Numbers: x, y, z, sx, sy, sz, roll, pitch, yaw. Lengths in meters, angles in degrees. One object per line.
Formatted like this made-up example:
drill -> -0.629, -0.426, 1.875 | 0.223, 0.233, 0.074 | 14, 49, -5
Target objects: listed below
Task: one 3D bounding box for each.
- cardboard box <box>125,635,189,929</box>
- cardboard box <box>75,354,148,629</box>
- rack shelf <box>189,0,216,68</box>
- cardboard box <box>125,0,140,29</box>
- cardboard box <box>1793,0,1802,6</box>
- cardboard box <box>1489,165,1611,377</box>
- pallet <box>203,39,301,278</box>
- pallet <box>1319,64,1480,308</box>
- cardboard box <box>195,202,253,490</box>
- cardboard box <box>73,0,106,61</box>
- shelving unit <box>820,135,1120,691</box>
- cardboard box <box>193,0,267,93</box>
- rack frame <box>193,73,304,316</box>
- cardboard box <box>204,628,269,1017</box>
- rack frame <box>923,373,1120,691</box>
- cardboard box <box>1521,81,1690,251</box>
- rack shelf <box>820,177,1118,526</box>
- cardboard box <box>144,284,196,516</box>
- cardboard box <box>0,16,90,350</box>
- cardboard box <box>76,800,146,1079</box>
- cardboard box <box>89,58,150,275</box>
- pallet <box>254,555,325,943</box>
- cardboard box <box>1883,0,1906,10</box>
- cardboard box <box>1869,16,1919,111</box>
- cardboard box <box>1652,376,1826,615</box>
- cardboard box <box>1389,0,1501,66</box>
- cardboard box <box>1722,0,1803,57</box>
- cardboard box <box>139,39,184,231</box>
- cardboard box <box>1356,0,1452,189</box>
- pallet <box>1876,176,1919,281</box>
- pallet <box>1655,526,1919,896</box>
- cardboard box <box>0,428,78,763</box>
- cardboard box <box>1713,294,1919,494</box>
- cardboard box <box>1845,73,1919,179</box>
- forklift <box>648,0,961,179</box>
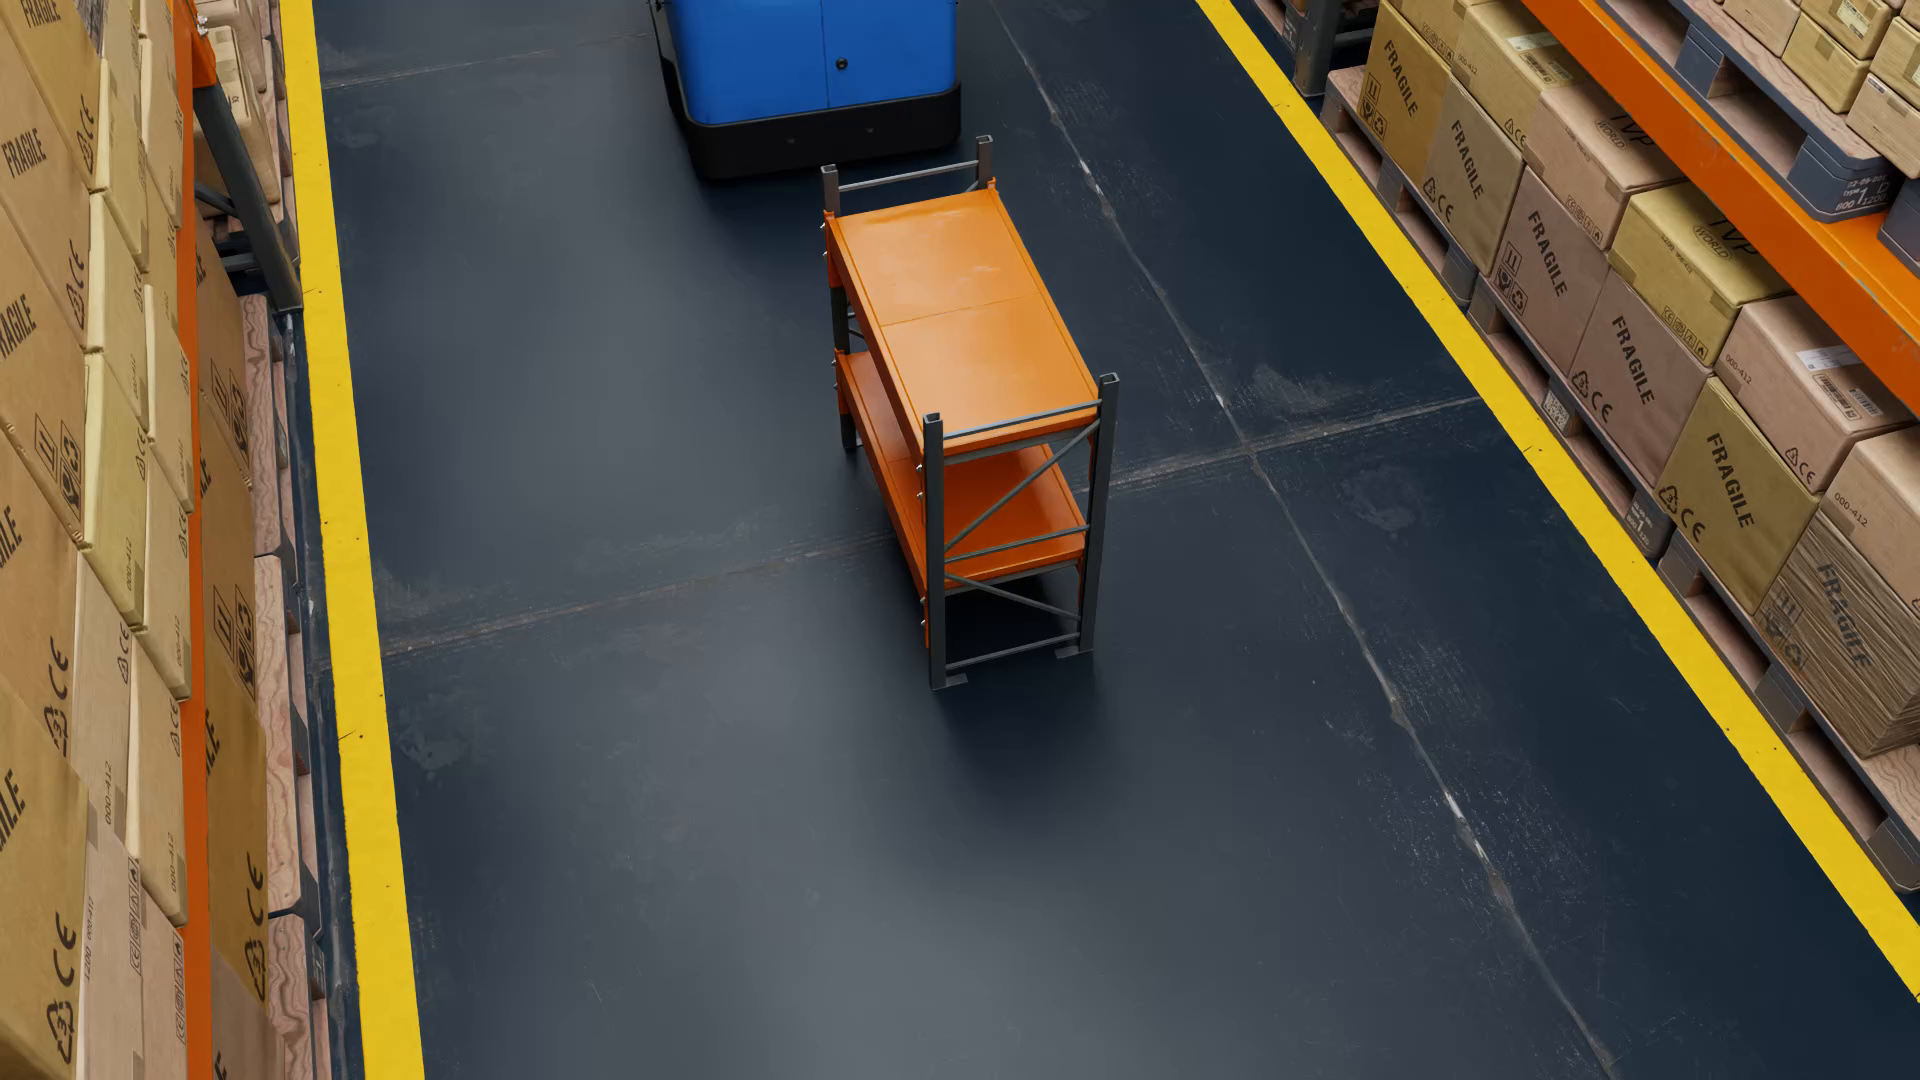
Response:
cardboard box -> -1.689, 0.491, 2.972 | 0.500, 0.250, 0.500 | -14, 51, -12
cardboard box -> -1.822, -0.046, 3.098 | 0.500, 0.250, 0.500 | -13, 51, -11
rack shelf -> -3.431, -2.949, 6.245 | 1.077, 0.370, 4.000 | -13, 51, -11
cardboard box -> -2.454, -1.537, 4.355 | 0.500, 0.250, 0.500 | -13, 51, -11
cardboard box -> 2.276, -1.529, 4.272 | 0.380, 0.149, 0.250 | -12, 51, -10
cardboard box -> 2.133, -0.928, 5.431 | 0.500, 0.500, 0.500 | -14, 51, -12
pallet -> -3.069, -1.393, 6.286 | 1.003, 0.211, 1.213 | -13, 51, -11
pallet -> 2.089, -1.444, 6.329 | 1.003, 0.211, 1.213 | -13, 51, -11
cardboard box -> -2.715, -0.648, 4.949 | 0.875, 0.875, 0.875 | -14, 51, -11
cardboard box -> -2.277, -1.384, 3.735 | 0.500, 0.500, 0.500 | -13, 51, -10
shelving unit -> 0.002, -0.358, 4.816 | 0.538, 1.125, 1.048 | -13, 51, -11
cardboard box -> -3.223, -1.961, 6.385 | 0.950, 0.372, 0.625 | -14, 51, -12
rack frame -> -2.840, -1.720, 4.738 | 1.000, 3.000, 0.127 | -13, 51, -11
cardboard box -> -2.191, 0.658, 3.849 | 0.875, 0.875, 0.875 | -12, 51, -10
rack frame -> 0.152, 0.014, 4.503 | 0.500, 1.125, 0.032 | -13, 51, -11
cardboard box -> 2.116, -1.192, 5.162 | 0.500, 0.250, 0.500 | -13, 51, -11
rack shelf -> 0.002, -0.546, 4.592 | 0.538, 0.278, 1.000 | -13, 51, -11
cardboard box -> -1.965, -0.254, 3.601 | 0.500, 0.250, 0.500 | -14, 51, -12
cardboard box -> -1.994, -0.648, 3.115 | 0.500, 0.500, 0.500 | -14, 51, -12
cardboard box -> -1.518, 0.703, 2.466 | 0.500, 0.250, 0.500 | -15, 51, -12
cardboard box -> -2.128, -0.794, 3.728 | 0.500, 0.250, 0.500 | -15, 51, -12
pallet -> -2.321, 0.661, 4.555 | 1.003, 0.211, 1.213 | -13, 51, -11
cardboard box -> 2.352, -1.439, 4.002 | 0.380, 0.149, 0.250 | -15, 52, -13
cardboard box -> 2.425, -1.151, 3.954 | 0.380, 0.149, 0.250 | -16, 52, -13
cardboard box -> 2.431, -0.180, 4.800 | 0.500, 0.500, 0.500 | -14, 51, -12
cardboard box -> 1.832, -1.926, 5.782 | 0.500, 0.250, 0.500 | -15, 52, -13
cardboard box -> 2.268, -1.437, 4.389 | 0.380, 0.149, 0.250 | -15, 51, -12
cardboard box -> -2.276, -0.992, 4.222 | 0.500, 0.250, 0.500 | -12, 51, -10
cardboard box -> 1.825, -1.669, 6.055 | 0.500, 0.500, 0.500 | -15, 52, -13
pallet -> 2.955, -0.521, 3.853 | 1.003, 0.211, 1.213 | -13, 51, -11
pallet -> 2.810, 0.339, 4.826 | 1.003, 0.211, 1.213 | -13, 51, -11
cardboard box -> -1.689, 0.095, 2.489 | 0.500, 0.500, 0.500 | -14, 51, -11
cardboard box -> 2.441, -0.429, 4.519 | 0.500, 0.250, 0.500 | -11, 51, -9
cardboard box -> 2.424, -1.049, 4.062 | 0.380, 0.149, 0.250 | -15, 52, -13
forklift -> -0.839, -3.468, 6.257 | 1.130, 2.935, 3.031 | -10, 51, -9
